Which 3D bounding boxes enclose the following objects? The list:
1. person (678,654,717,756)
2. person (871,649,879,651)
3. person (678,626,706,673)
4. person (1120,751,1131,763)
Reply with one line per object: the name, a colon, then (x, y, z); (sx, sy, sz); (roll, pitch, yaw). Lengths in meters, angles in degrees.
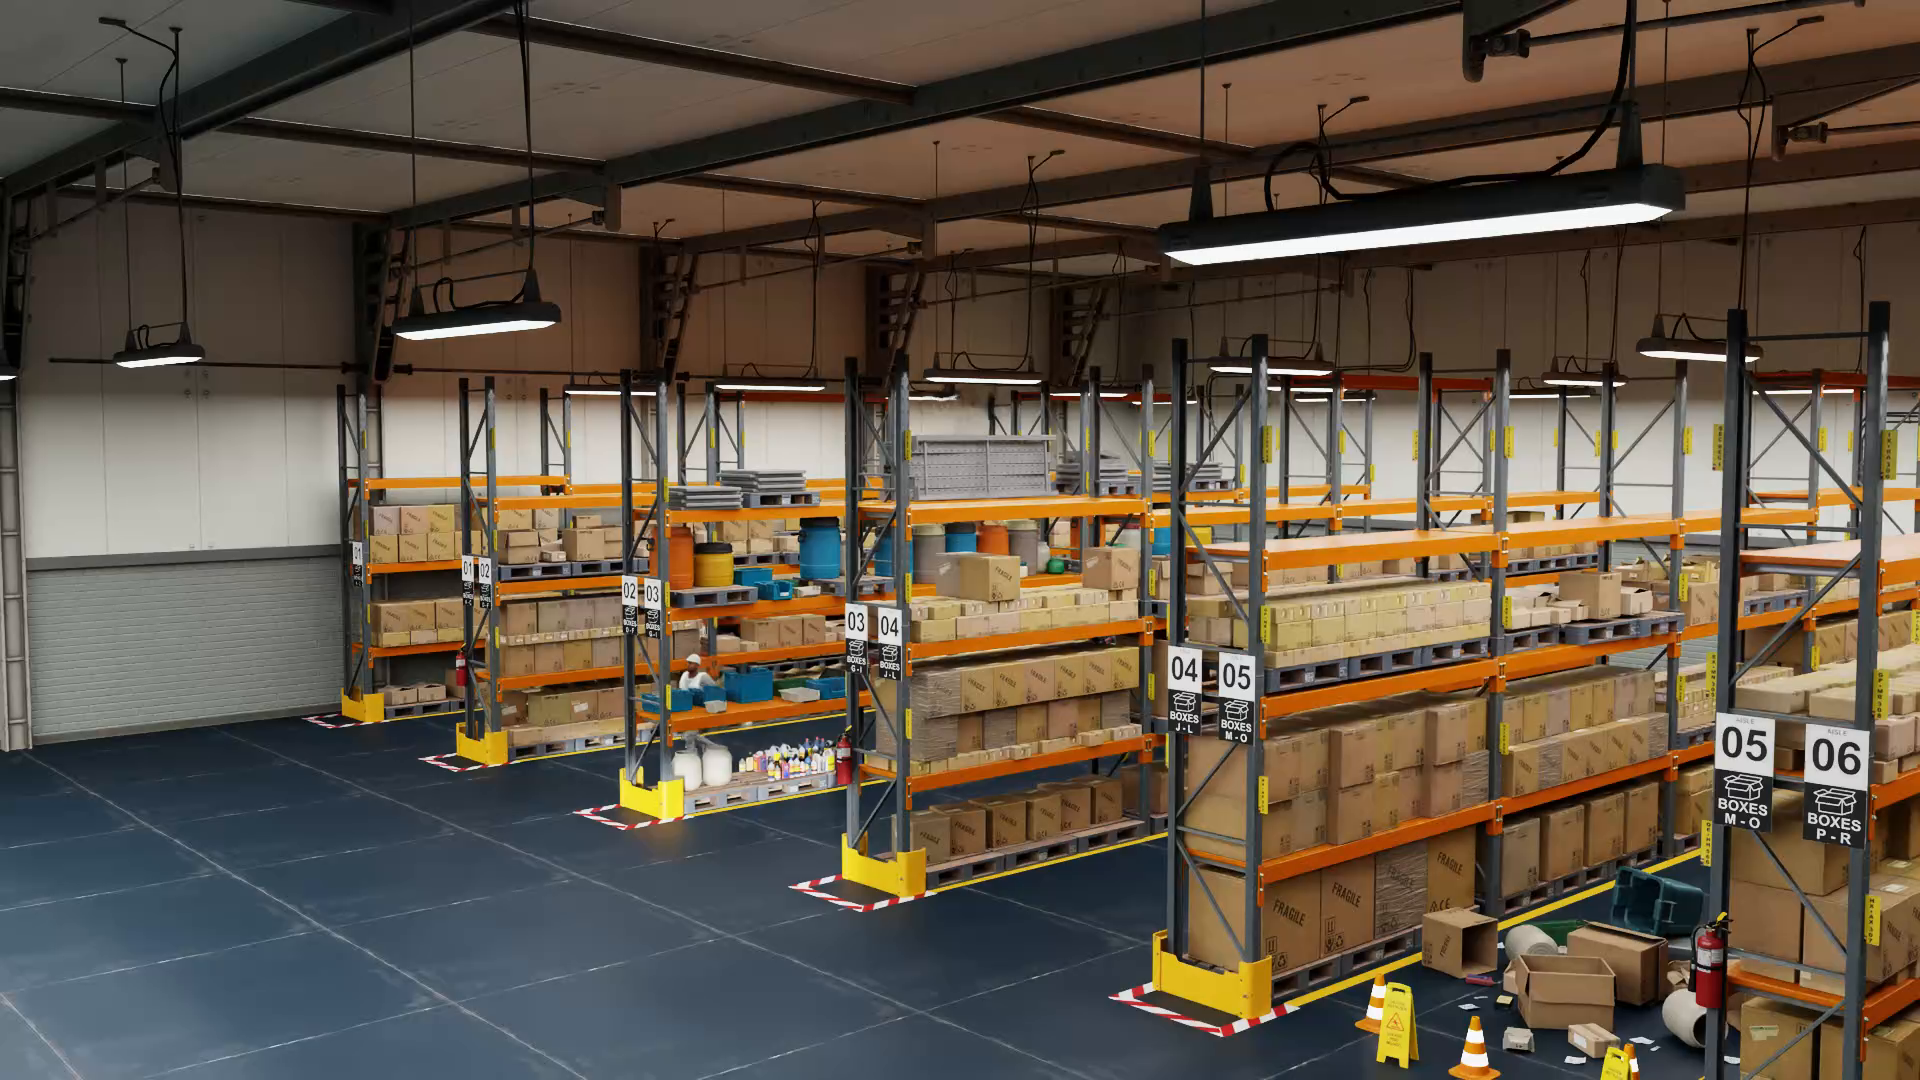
person: (-4.029, 2.612, 25.343); (0.699, 1.759, 0.847); (3, 5, 36)
person: (-1.656, 2.106, 34.931); (0.522, 1.554, 0.598); (3, 5, 34)
person: (-5.094, 2.180, 31.705); (0.657, 1.790, 0.956); (3, 5, 40)
person: (2.737, 2.579, 26.016); (0.674, 1.823, 0.755); (3, 5, 38)
